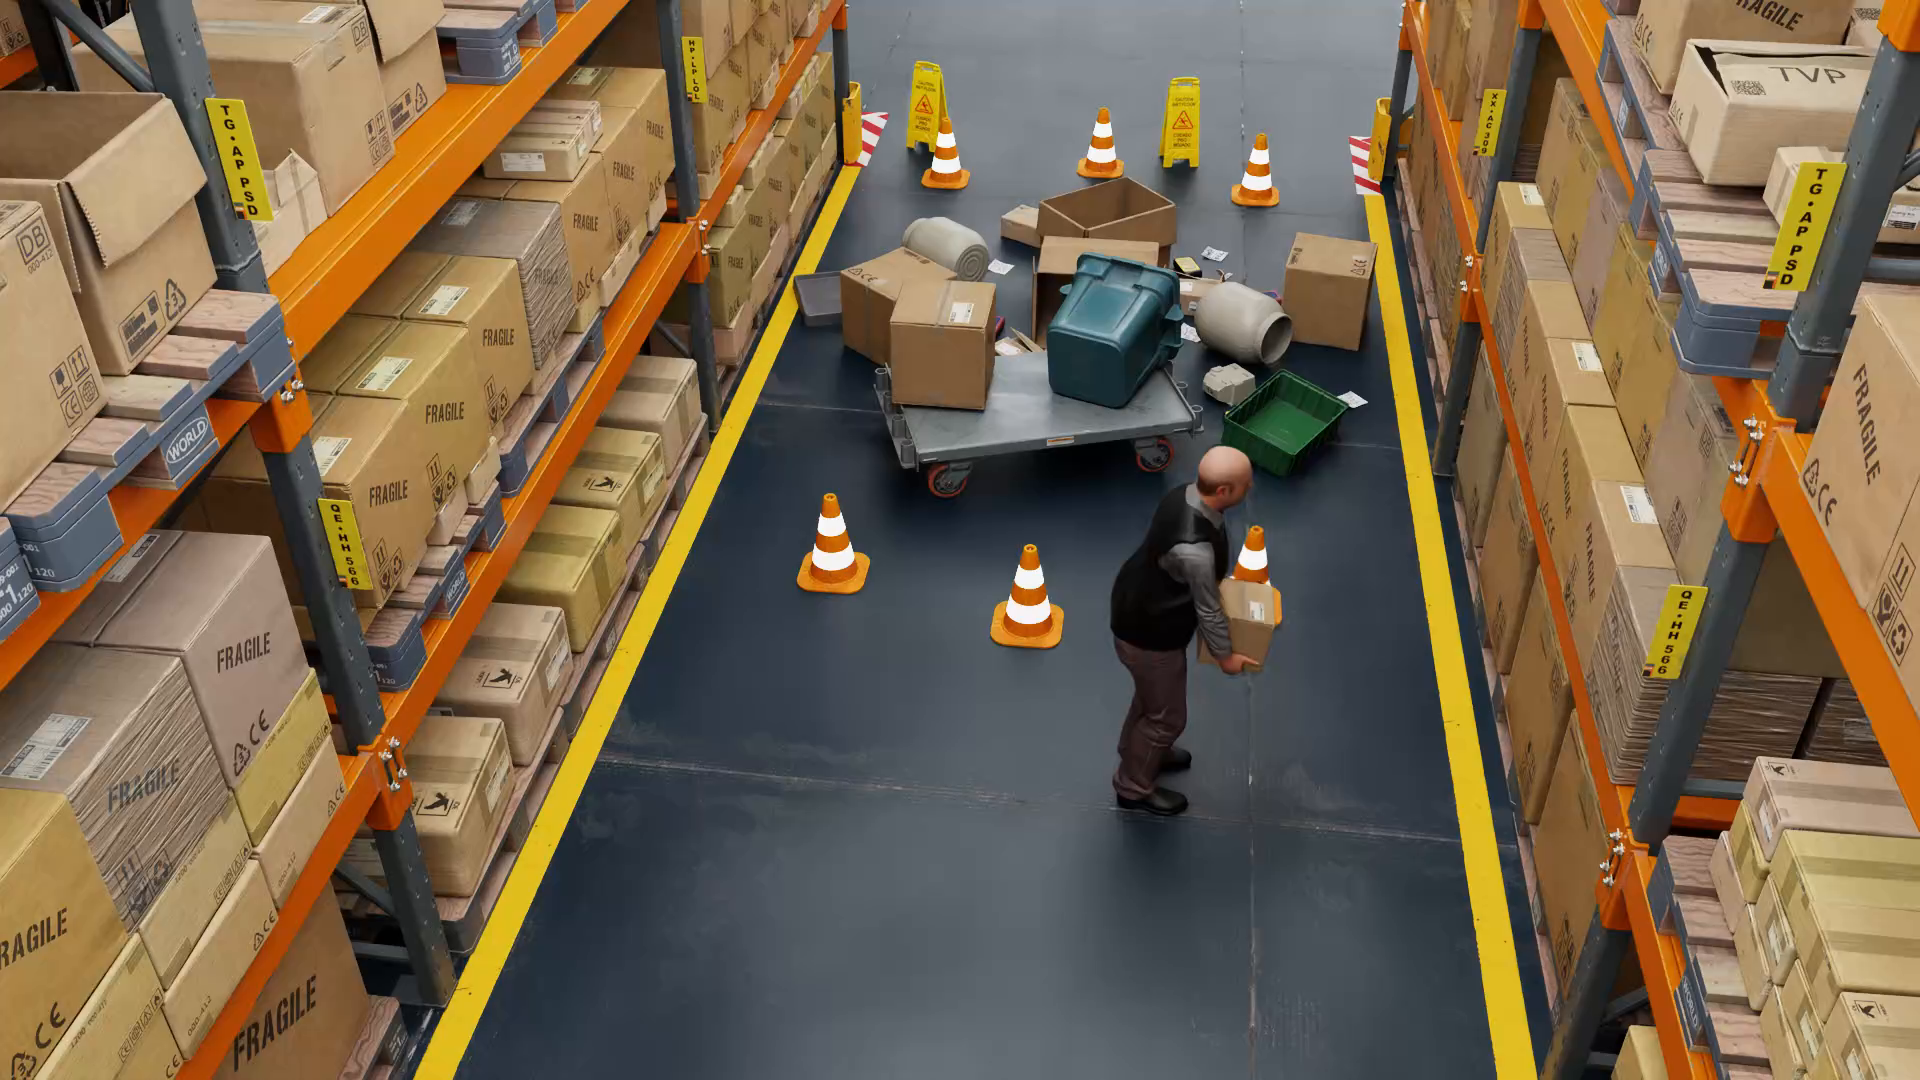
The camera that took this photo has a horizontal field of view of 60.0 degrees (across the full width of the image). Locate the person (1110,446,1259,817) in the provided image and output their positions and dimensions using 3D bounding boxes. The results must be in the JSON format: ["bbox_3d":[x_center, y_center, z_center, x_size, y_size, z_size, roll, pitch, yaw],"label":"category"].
[{"bbox_3d":[0.889,0.348,6.611,0.592,1.692,0.479,4,36,5],"label":"person"}]
